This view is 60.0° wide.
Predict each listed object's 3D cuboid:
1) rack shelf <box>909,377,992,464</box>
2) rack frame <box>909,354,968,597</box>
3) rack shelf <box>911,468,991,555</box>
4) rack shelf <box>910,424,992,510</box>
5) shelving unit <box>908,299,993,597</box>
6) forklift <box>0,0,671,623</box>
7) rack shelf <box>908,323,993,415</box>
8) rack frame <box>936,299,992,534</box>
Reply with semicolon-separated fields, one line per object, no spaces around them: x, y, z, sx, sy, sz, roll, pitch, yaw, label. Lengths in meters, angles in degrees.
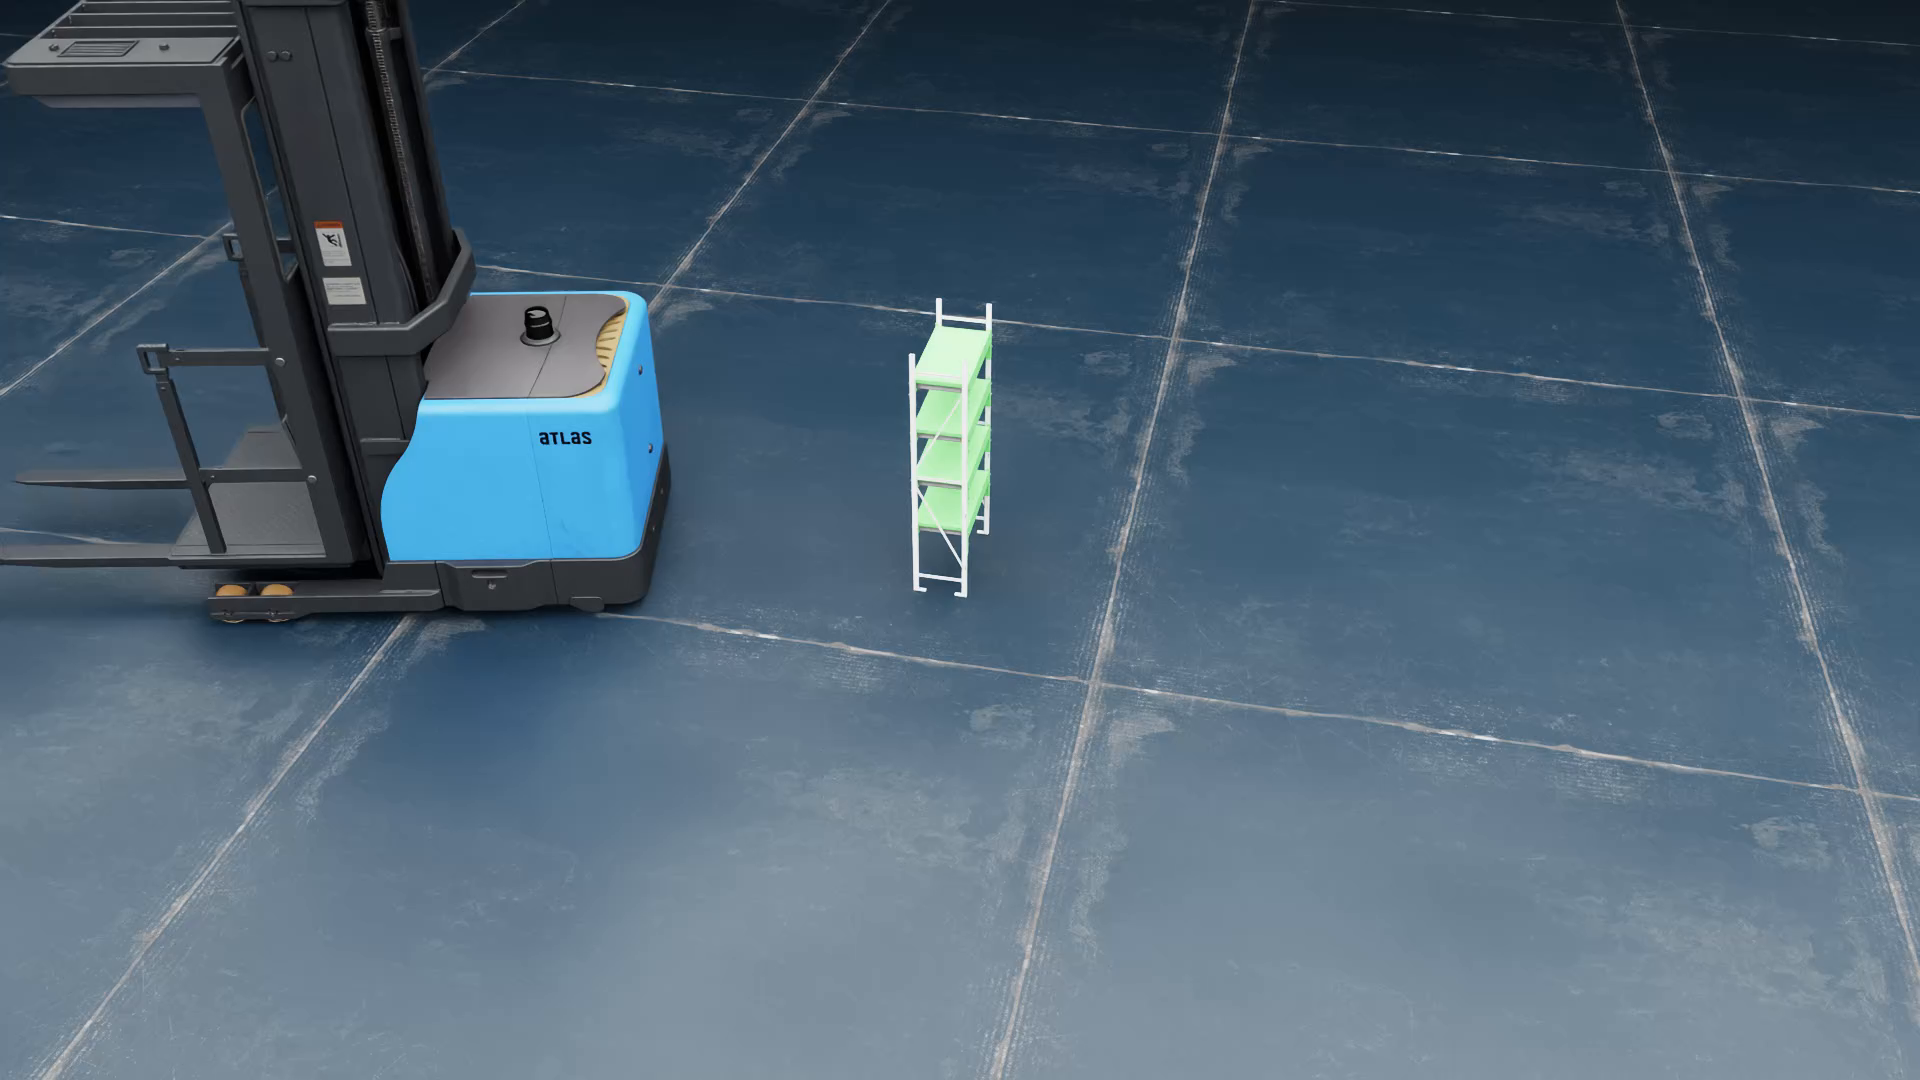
-0.035;-0.534;7.164;0.258;0.148;0.480;7;37;10;rack shelf
-0.087;-0.251;7.074;0.240;1.200;0.015;7;37;10;rack frame
-0.035;-0.145;7.445;0.258;0.148;0.480;7;37;10;rack shelf
-0.035;-0.339;7.304;0.258;0.148;0.480;7;37;10;rack shelf
-0.035;-0.391;7.267;0.258;1.200;0.503;7;37;10;shelving unit
-2.896;-1.141;6.826;3.031;2.935;1.130;-1;36;-1;forklift
-0.035;-0.728;7.023;0.258;0.148;0.480;7;37;10;rack shelf
0.017;-0.531;7.460;0.240;1.200;0.015;7;37;10;rack frame
